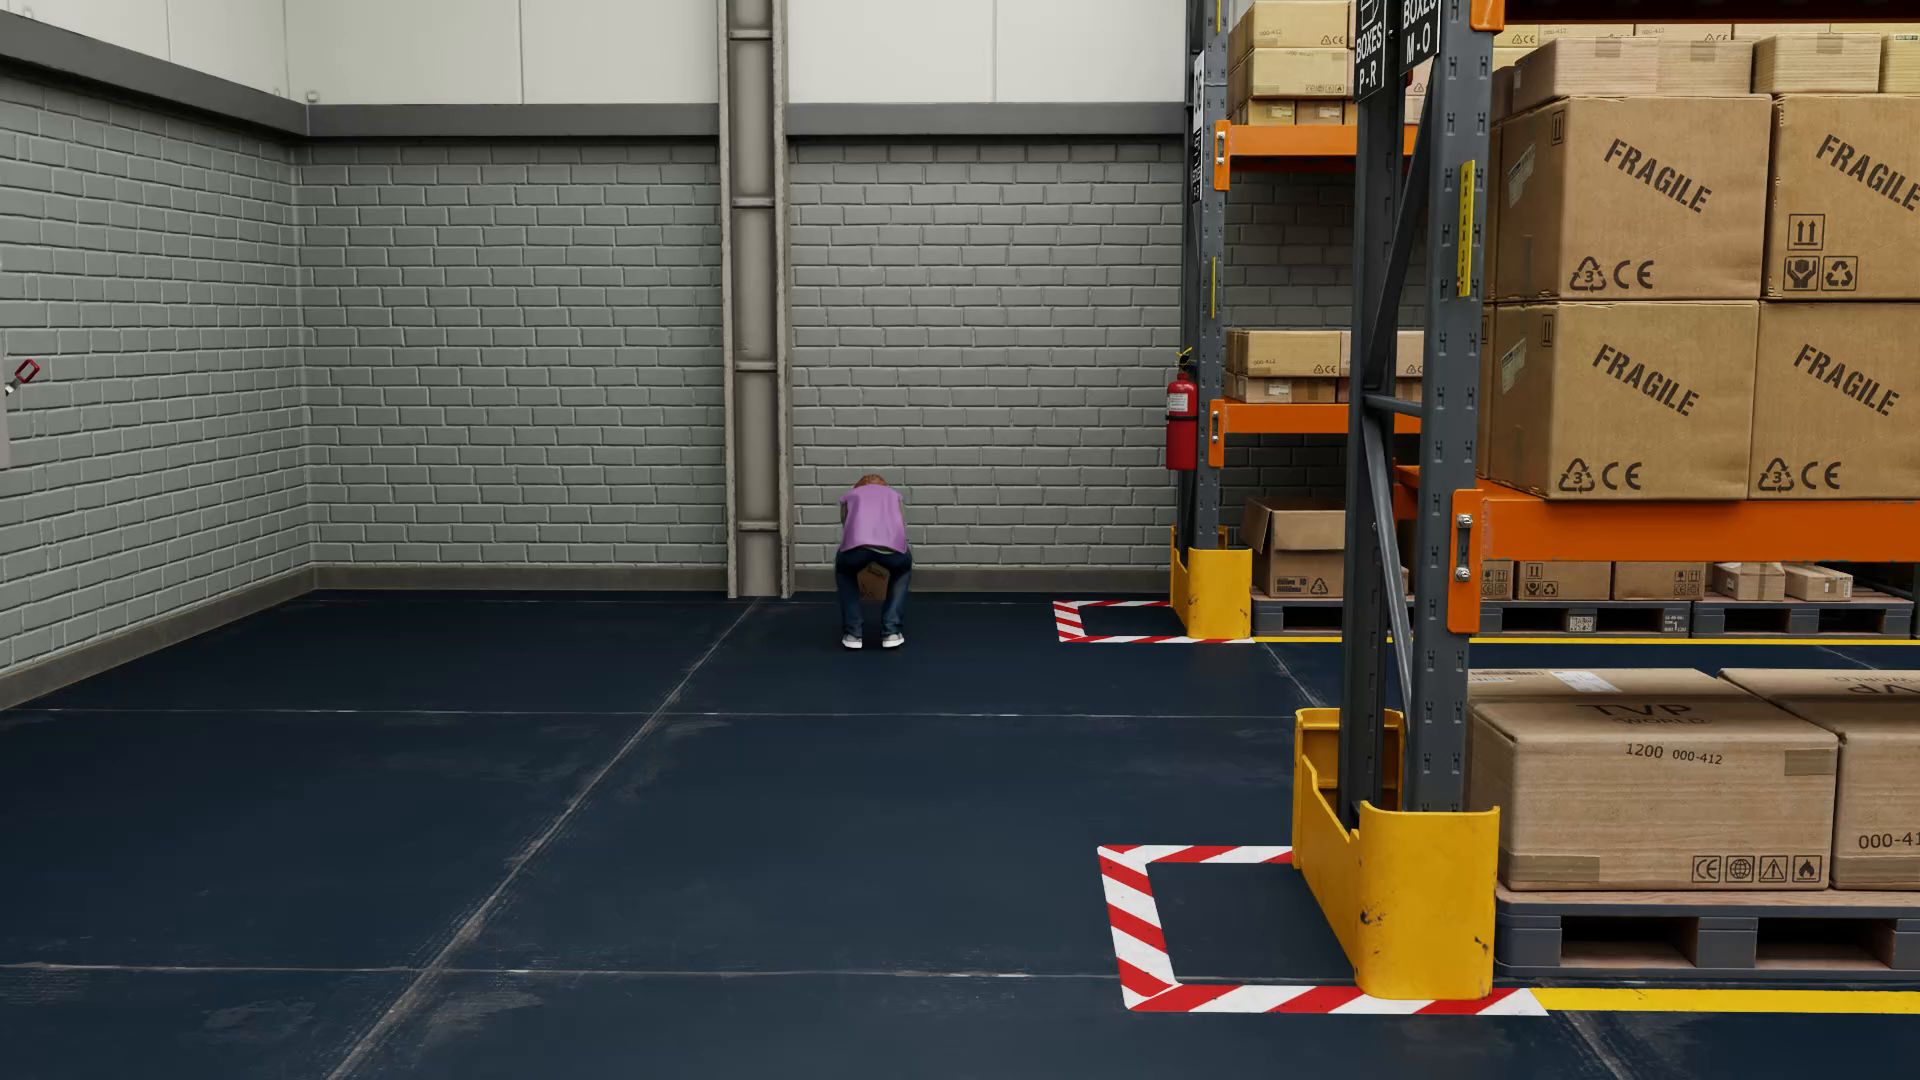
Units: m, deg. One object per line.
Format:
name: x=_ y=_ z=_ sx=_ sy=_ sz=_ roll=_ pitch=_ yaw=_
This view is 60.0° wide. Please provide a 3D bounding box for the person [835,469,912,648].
person: x=-0.474 y=0.104 z=9.119 sx=0.424 sy=0.927 sz=0.861 roll=0 pitch=7 yaw=-1
